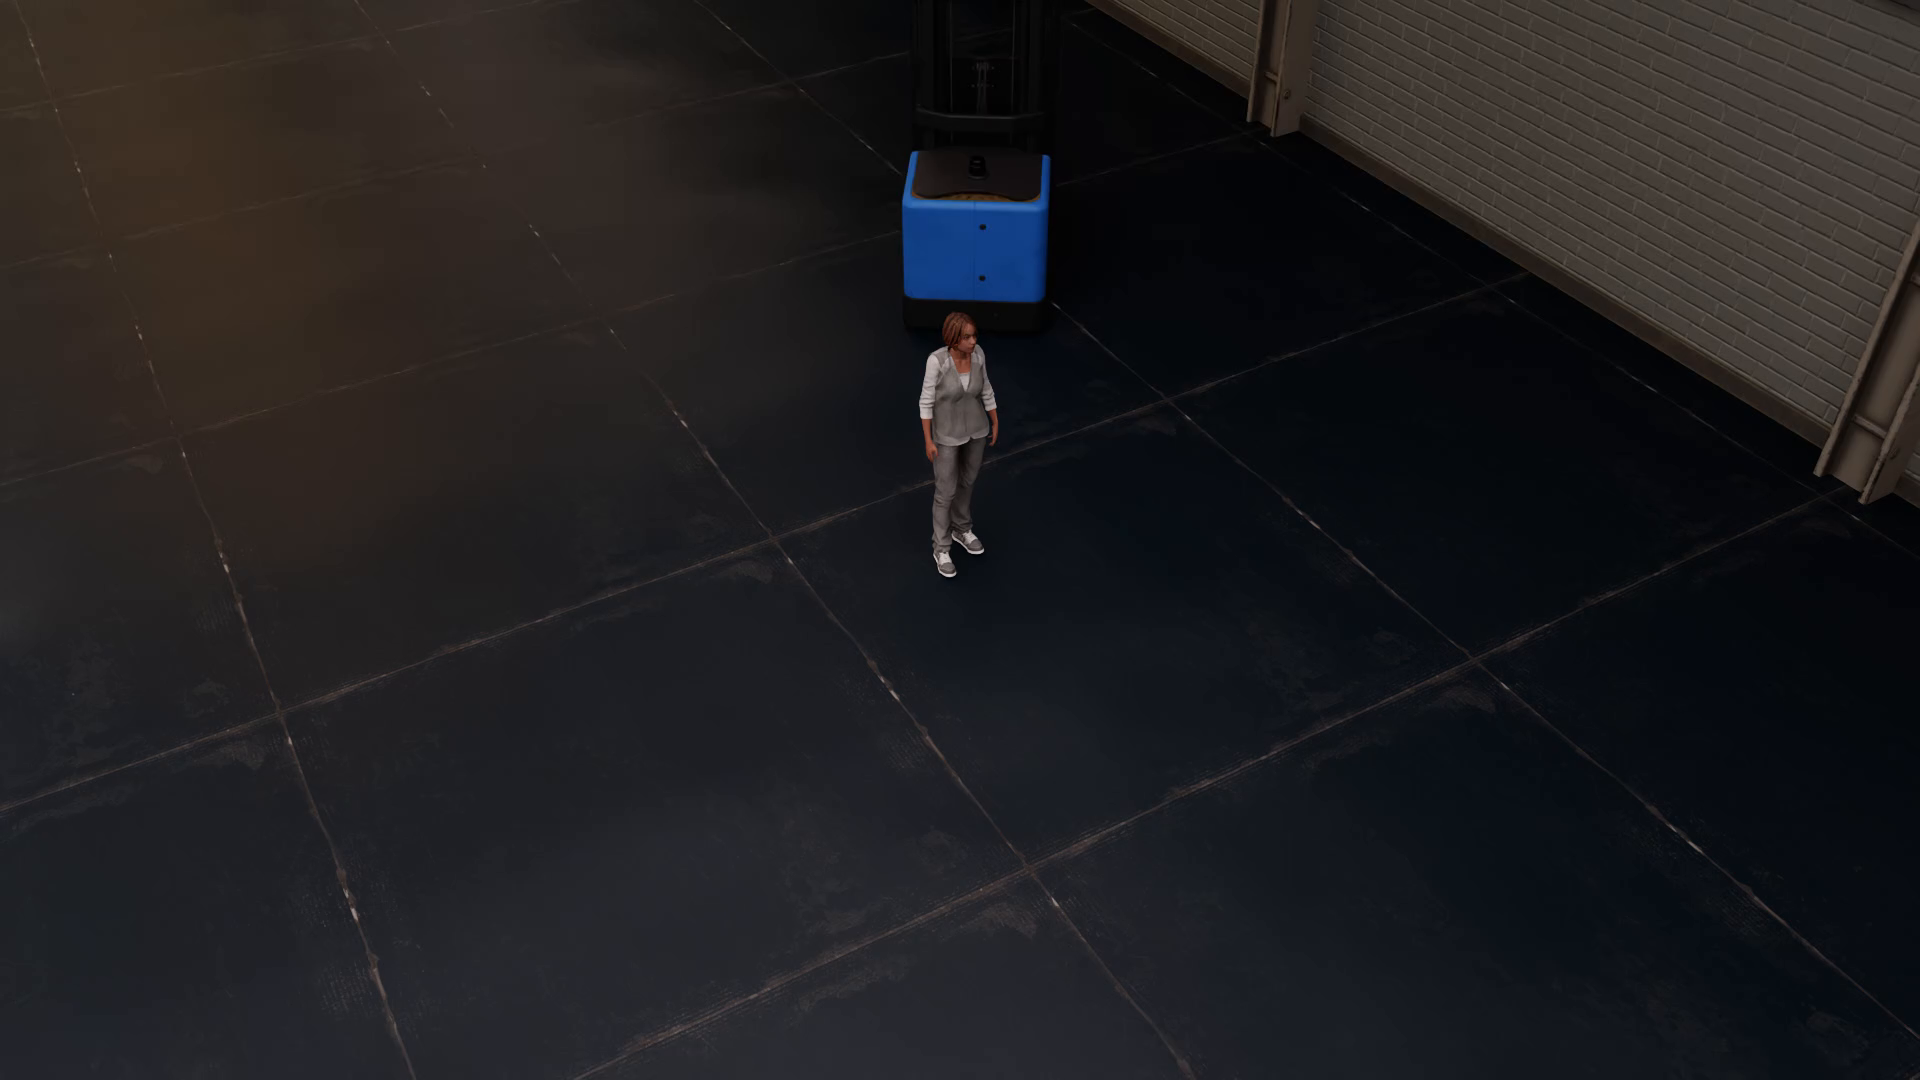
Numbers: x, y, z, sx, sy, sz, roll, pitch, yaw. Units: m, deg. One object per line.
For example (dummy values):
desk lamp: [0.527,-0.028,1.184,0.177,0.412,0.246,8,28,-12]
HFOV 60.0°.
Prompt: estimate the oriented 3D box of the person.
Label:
person: [0.025,-0.575,9.762,0.520,1.599,0.473,-20,44,-23]

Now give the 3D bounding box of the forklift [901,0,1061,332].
forklift: [0.193,-3.563,12.332,1.130,2.935,3.031,2,40,3]
